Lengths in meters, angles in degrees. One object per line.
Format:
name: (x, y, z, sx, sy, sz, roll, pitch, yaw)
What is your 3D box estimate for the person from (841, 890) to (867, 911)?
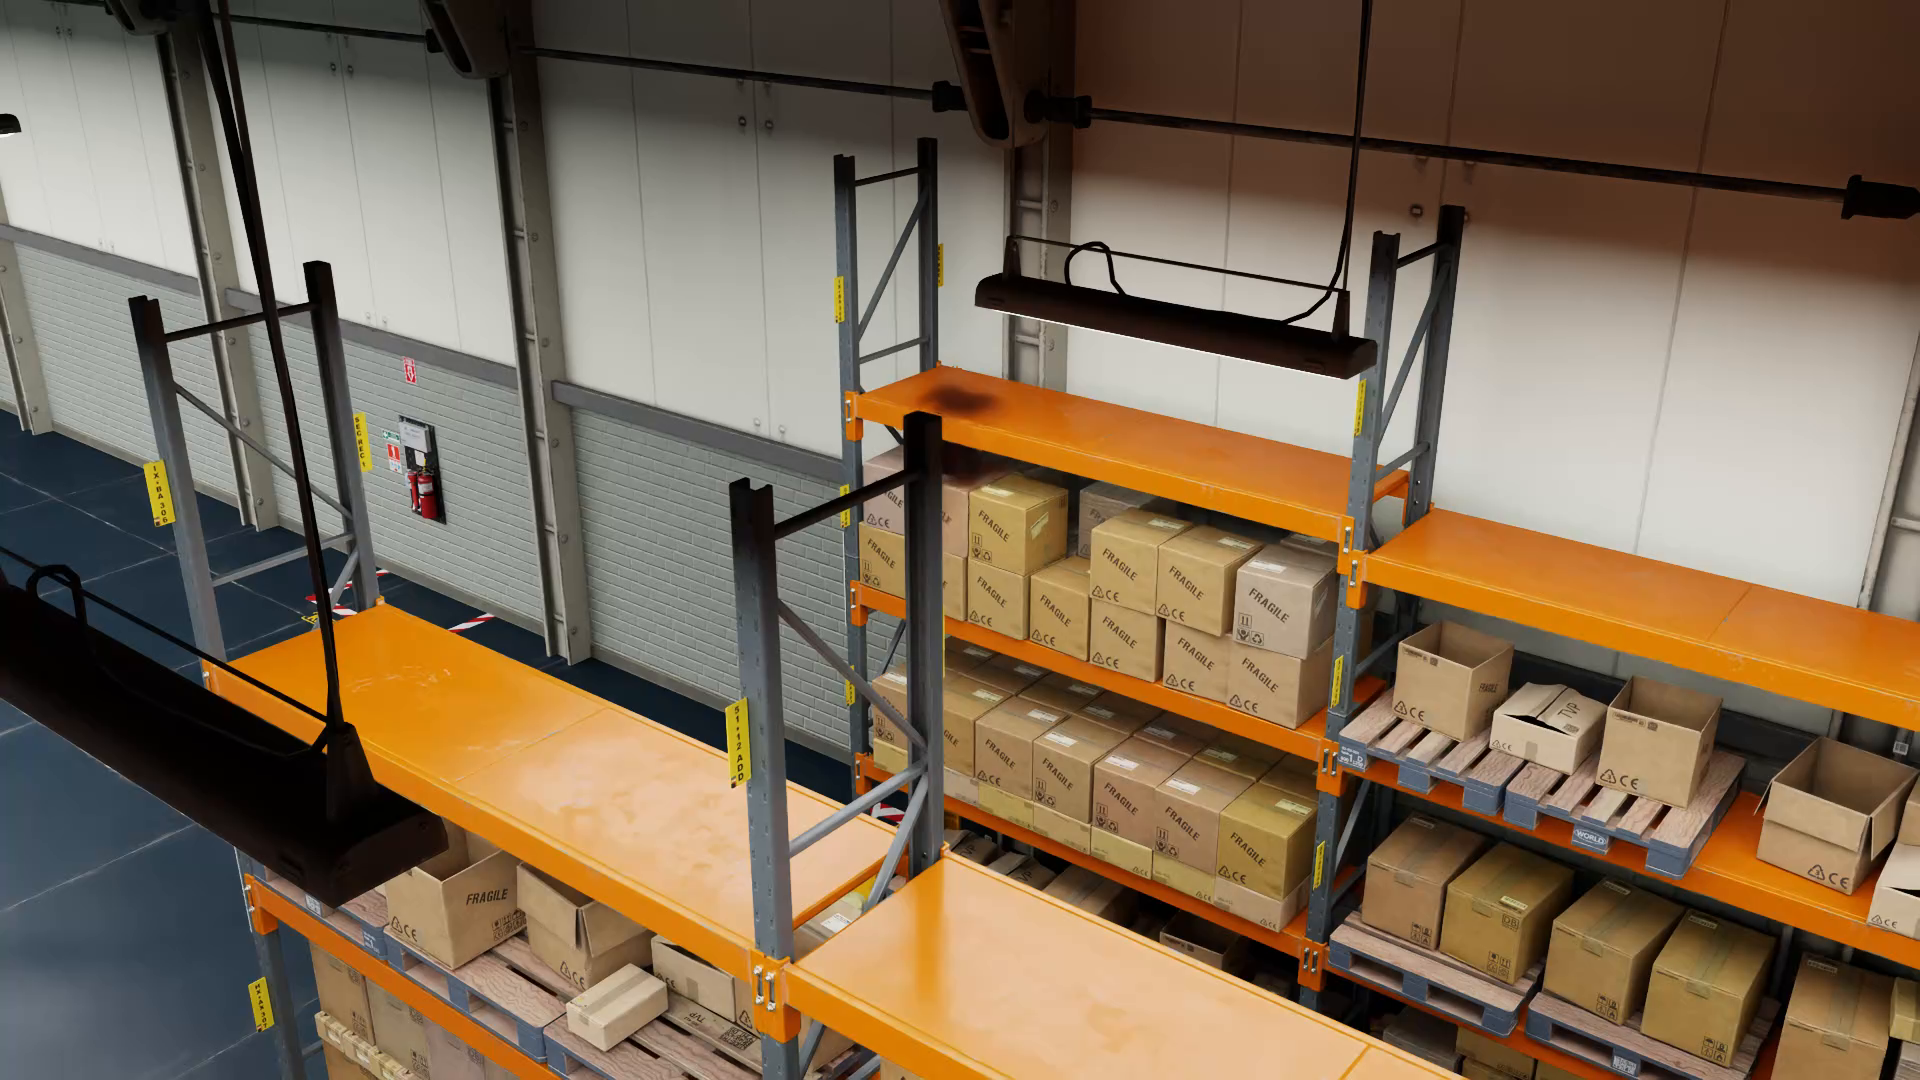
person: (-0.751, 2.867, 11.628, 0.484, 1.668, 0.531, 20, 30, 39)
